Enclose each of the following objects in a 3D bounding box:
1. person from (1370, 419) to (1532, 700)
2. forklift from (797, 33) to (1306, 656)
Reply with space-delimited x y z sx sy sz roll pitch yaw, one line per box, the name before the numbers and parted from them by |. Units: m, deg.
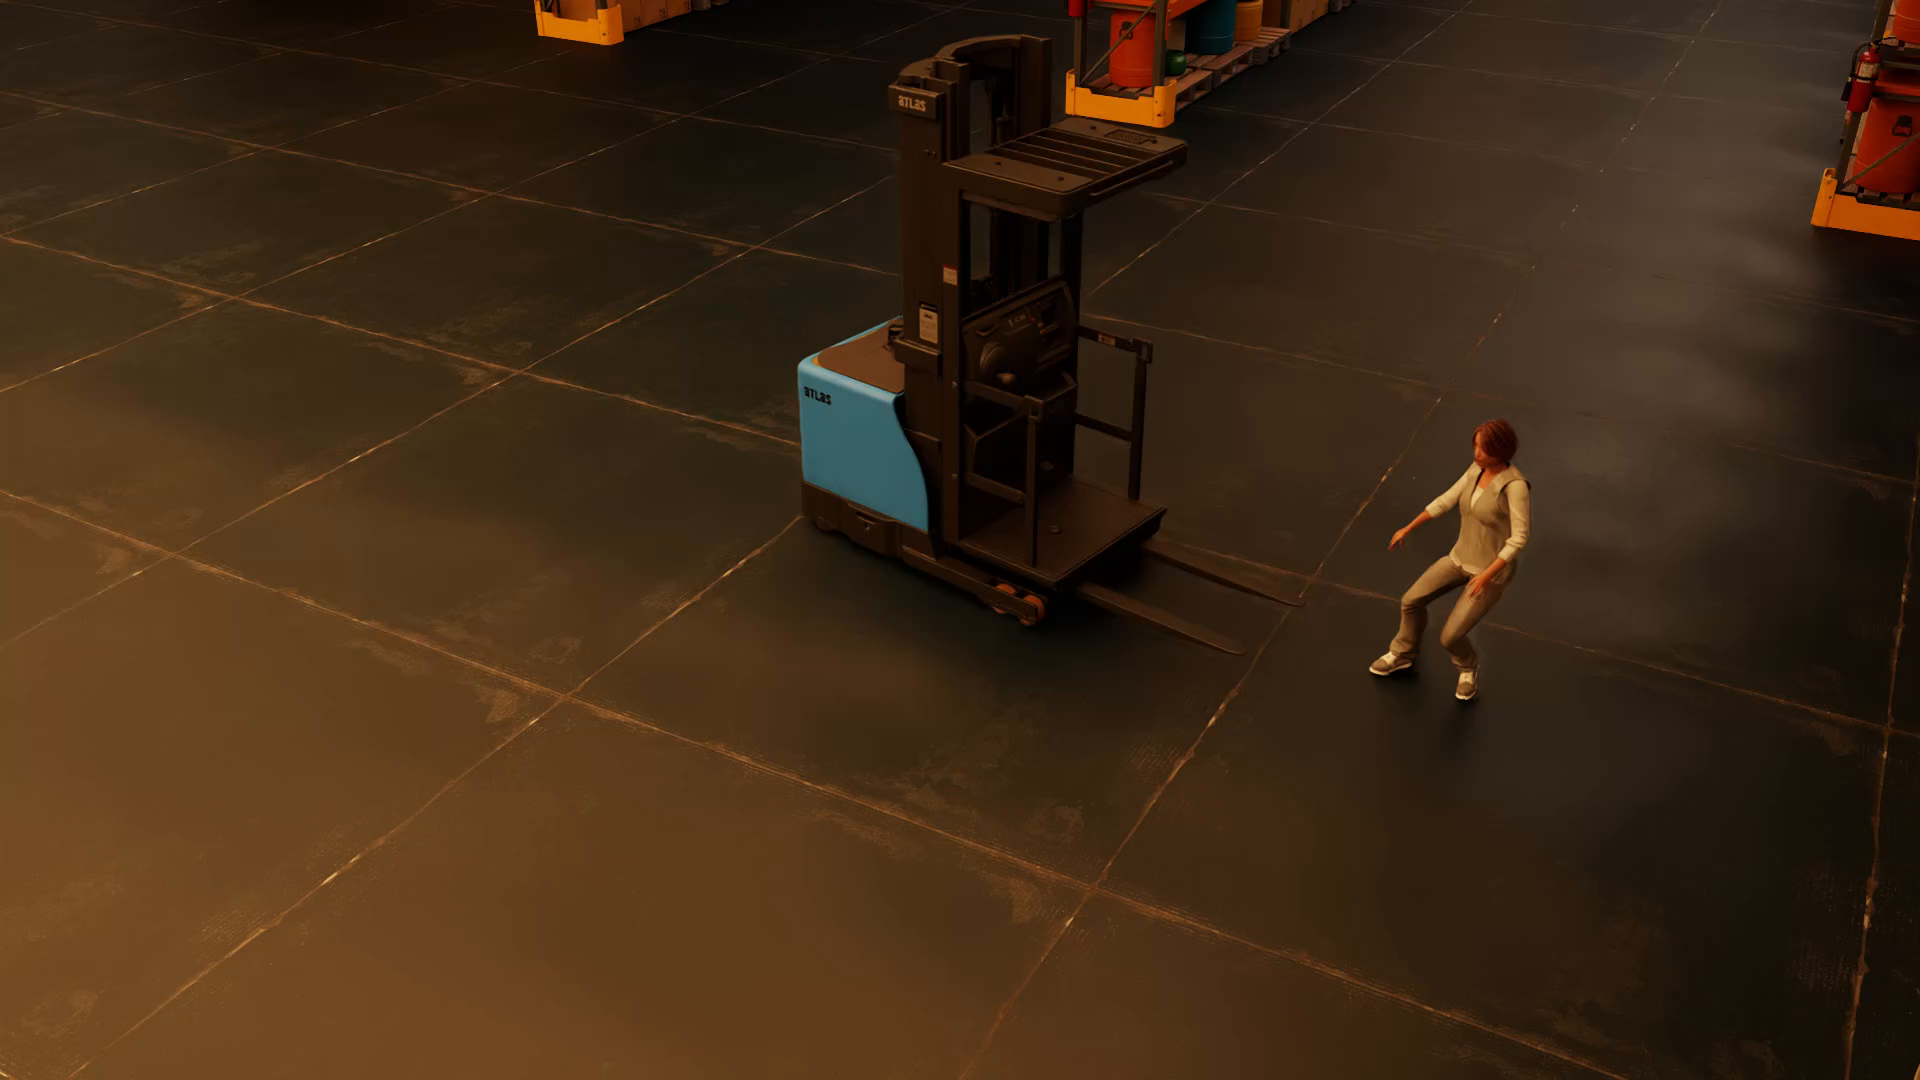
person | 2.468 0.099 8.316 0.522 1.503 0.651 -11 32 -18
forklift | 0.492 -1.095 8.968 3.031 2.935 1.130 22 37 34
